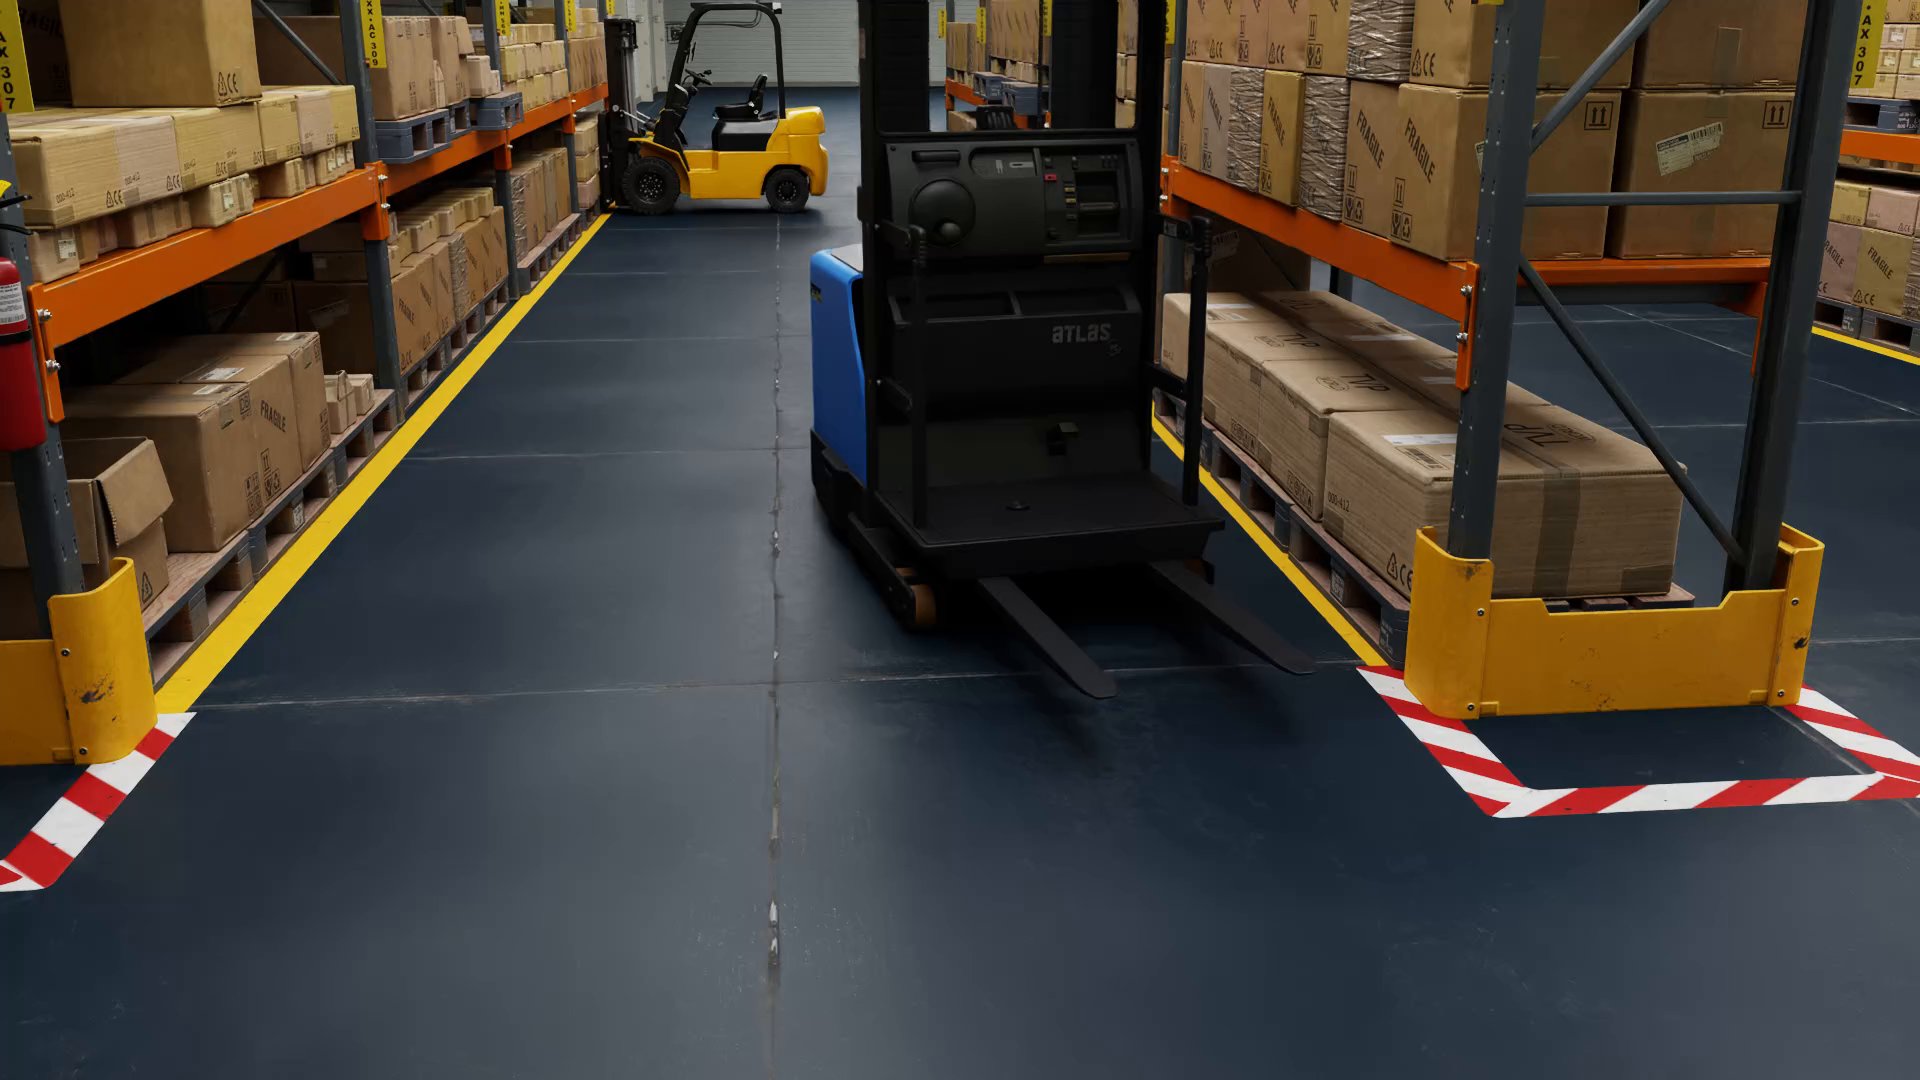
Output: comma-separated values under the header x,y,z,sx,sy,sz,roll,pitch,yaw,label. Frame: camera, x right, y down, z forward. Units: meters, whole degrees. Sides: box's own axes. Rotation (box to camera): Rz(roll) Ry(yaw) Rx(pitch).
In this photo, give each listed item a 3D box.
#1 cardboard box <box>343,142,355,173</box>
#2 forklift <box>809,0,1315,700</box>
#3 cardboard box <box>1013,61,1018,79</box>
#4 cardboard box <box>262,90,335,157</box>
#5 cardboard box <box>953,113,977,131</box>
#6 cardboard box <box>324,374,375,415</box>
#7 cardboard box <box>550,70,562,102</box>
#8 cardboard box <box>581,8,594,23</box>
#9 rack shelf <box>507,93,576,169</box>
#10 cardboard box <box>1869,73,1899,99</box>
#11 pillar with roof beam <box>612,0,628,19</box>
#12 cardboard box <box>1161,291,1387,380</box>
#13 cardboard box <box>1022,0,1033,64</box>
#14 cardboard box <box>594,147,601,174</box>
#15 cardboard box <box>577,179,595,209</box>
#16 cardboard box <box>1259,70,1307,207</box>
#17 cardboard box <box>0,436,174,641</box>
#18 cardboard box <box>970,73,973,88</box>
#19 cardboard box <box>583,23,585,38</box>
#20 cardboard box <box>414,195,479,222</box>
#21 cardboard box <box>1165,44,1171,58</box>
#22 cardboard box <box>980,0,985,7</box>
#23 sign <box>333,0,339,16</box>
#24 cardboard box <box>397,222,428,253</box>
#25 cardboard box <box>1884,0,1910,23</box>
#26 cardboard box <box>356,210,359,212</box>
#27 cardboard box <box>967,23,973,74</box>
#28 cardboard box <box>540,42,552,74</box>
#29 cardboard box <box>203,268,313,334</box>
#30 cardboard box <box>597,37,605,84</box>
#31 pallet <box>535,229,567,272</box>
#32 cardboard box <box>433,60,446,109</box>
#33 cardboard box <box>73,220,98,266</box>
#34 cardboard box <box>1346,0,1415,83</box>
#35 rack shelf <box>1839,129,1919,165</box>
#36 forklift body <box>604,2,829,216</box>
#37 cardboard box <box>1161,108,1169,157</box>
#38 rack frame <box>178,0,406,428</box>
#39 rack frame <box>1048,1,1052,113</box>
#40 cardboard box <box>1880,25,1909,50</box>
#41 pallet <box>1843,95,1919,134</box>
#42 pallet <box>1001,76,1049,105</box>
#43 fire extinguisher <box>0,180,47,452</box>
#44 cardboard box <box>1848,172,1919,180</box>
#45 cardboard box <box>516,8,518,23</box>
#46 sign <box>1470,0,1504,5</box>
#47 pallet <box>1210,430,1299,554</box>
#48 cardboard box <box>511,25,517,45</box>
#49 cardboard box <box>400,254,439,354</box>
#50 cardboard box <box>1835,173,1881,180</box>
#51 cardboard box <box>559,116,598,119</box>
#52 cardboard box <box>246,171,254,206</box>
x,y,z,sx,sy,sz,roll,pitch,yaw,label
-3.078,-1.799,7.818,0.380,0.149,0.250,-2,17,-5,cardboard box
0.262,-1.216,5.658,1.130,2.935,3.031,-5,18,-16,forklift
0.656,-3.982,14.071,0.380,0.149,0.250,-2,18,-7,cardboard box
-3.001,-1.783,7.102,0.500,0.250,0.500,-2,18,-5,cardboard box
0.206,-4.570,18.863,0.500,0.500,0.500,-2,18,-8,cardboard box
-3.013,-0.689,7.922,0.380,0.149,0.250,-2,18,-7,cardboard box
-3.818,-4.026,14.743,0.500,0.250,0.500,-2,18,-6,cardboard box
-4.122,-5.603,17.769,0.380,0.149,0.250,-1,17,-5,cardboard box
-3.981,-3.450,13.860,1.077,0.370,4.000,-2,18,-6,rack shelf
6.112,-2.924,10.701,0.380,0.149,0.250,-1,17,-3,cardboard box
-2.999,-13.704,35.303,9.100,9.000,0.400,-2,18,-6,pillar with roof beam
1.533,-0.948,8.264,0.875,0.438,0.875,-2,18,-6,cardboard box
0.774,-4.022,13.117,0.500,0.500,0.500,-2,18,-7,cardboard box
-4.025,-3.970,17.369,0.500,0.250,0.500,-2,18,-6,cardboard box
-3.908,-3.432,16.490,0.500,0.250,0.500,-2,18,-5,cardboard box
1.508,-1.608,6.624,0.500,0.500,0.500,-1,17,-4,cardboard box
-2.919,-0.008,5.163,0.797,0.503,0.637,-2,18,-8,cardboard box
0.305,-4.813,17.418,0.380,0.149,0.250,-2,18,-6,cardboard box
-4.062,-5.232,17.084,0.380,0.149,0.250,-2,18,-7,cardboard box
-3.430,-2.215,11.114,0.380,0.149,0.250,-2,18,-7,cardboard box
1.279,-2.810,8.784,0.500,0.500,0.500,-1,17,-4,cardboard box
0.607,-6.257,19.265,0.700,0.500,0.500,-2,18,-7,cardboard box
-4.327,-3.732,11.623,0.100,0.325,0.005,-2,18,-6,sign
-3.308,-1.751,9.636,0.380,0.149,0.250,-2,18,-6,cardboard box
10.234,-5.791,17.782,0.500,0.500,0.500,-2,18,-6,cardboard box
-3.845,-1.966,10.321,0.380,0.149,0.250,-2,18,-5,cardboard box
0.338,-5.166,17.459,0.500,0.500,0.500,-1,17,-4,cardboard box
-3.775,-4.112,14.183,0.500,0.250,0.500,-1,17,-5,cardboard box
-3.707,-1.151,8.806,0.500,0.500,0.500,-2,18,-6,cardboard box
-4.244,-5.335,18.496,0.500,0.500,0.500,-1,17,-4,cardboard box
-3.944,-2.476,14.212,1.003,0.211,1.213,-2,18,-6,pallet
-3.124,-2.568,9.371,0.396,0.266,0.258,-1,17,-3,cardboard box
-2.783,-0.875,4.875,0.380,0.149,0.250,-1,17,-4,cardboard box
1.617,-1.784,5.516,0.500,0.500,0.500,-2,18,-5,cardboard box
6.281,-2.596,11.139,1.077,0.370,4.000,-2,18,-6,rack shelf
-2.590,-4.667,17.953,2.313,2.155,1.214,-2,18,-6,forklift body
1.278,-2.214,8.973,0.500,0.250,0.500,-2,18,-7,cardboard box
-3.362,-2.006,8.058,1.000,3.000,0.127,-2,18,-6,rack frame
1.162,-3.352,12.346,1.000,3.000,0.127,-2,18,-6,rack frame
6.119,-3.209,10.617,0.380,0.149,0.250,-3,18,-8,cardboard box
6.320,-2.855,11.083,1.003,0.211,1.213,-2,18,-6,pallet
0.917,-3.849,14.249,1.003,0.211,1.213,-2,18,-6,pallet
-2.475,-0.570,4.235,0.296,0.674,0.183,-2,18,-6,fire extinguisher
6.506,-2.403,11.543,0.500,0.250,0.500,-1,17,-4,cardboard box
-4.641,-5.279,16.738,0.380,0.149,0.250,-2,18,-7,cardboard box
1.446,-1.621,4.505,0.100,0.325,0.005,-2,18,-6,sign
1.704,-0.236,7.078,1.003,0.211,1.213,-2,18,-6,pallet
-3.635,-3.891,12.814,0.380,0.149,0.250,-2,17,-5,cardboard box
-3.253,-1.323,9.355,0.500,0.500,0.500,-2,18,-6,cardboard box
5.996,-2.389,11.498,0.500,0.250,0.500,-2,18,-5,cardboard box
-4.122,-4.517,18.277,0.500,0.250,0.500,-2,17,-5,cardboard box
-2.937,-1.338,6.352,0.380,0.149,0.250,-2,18,-6,cardboard box
